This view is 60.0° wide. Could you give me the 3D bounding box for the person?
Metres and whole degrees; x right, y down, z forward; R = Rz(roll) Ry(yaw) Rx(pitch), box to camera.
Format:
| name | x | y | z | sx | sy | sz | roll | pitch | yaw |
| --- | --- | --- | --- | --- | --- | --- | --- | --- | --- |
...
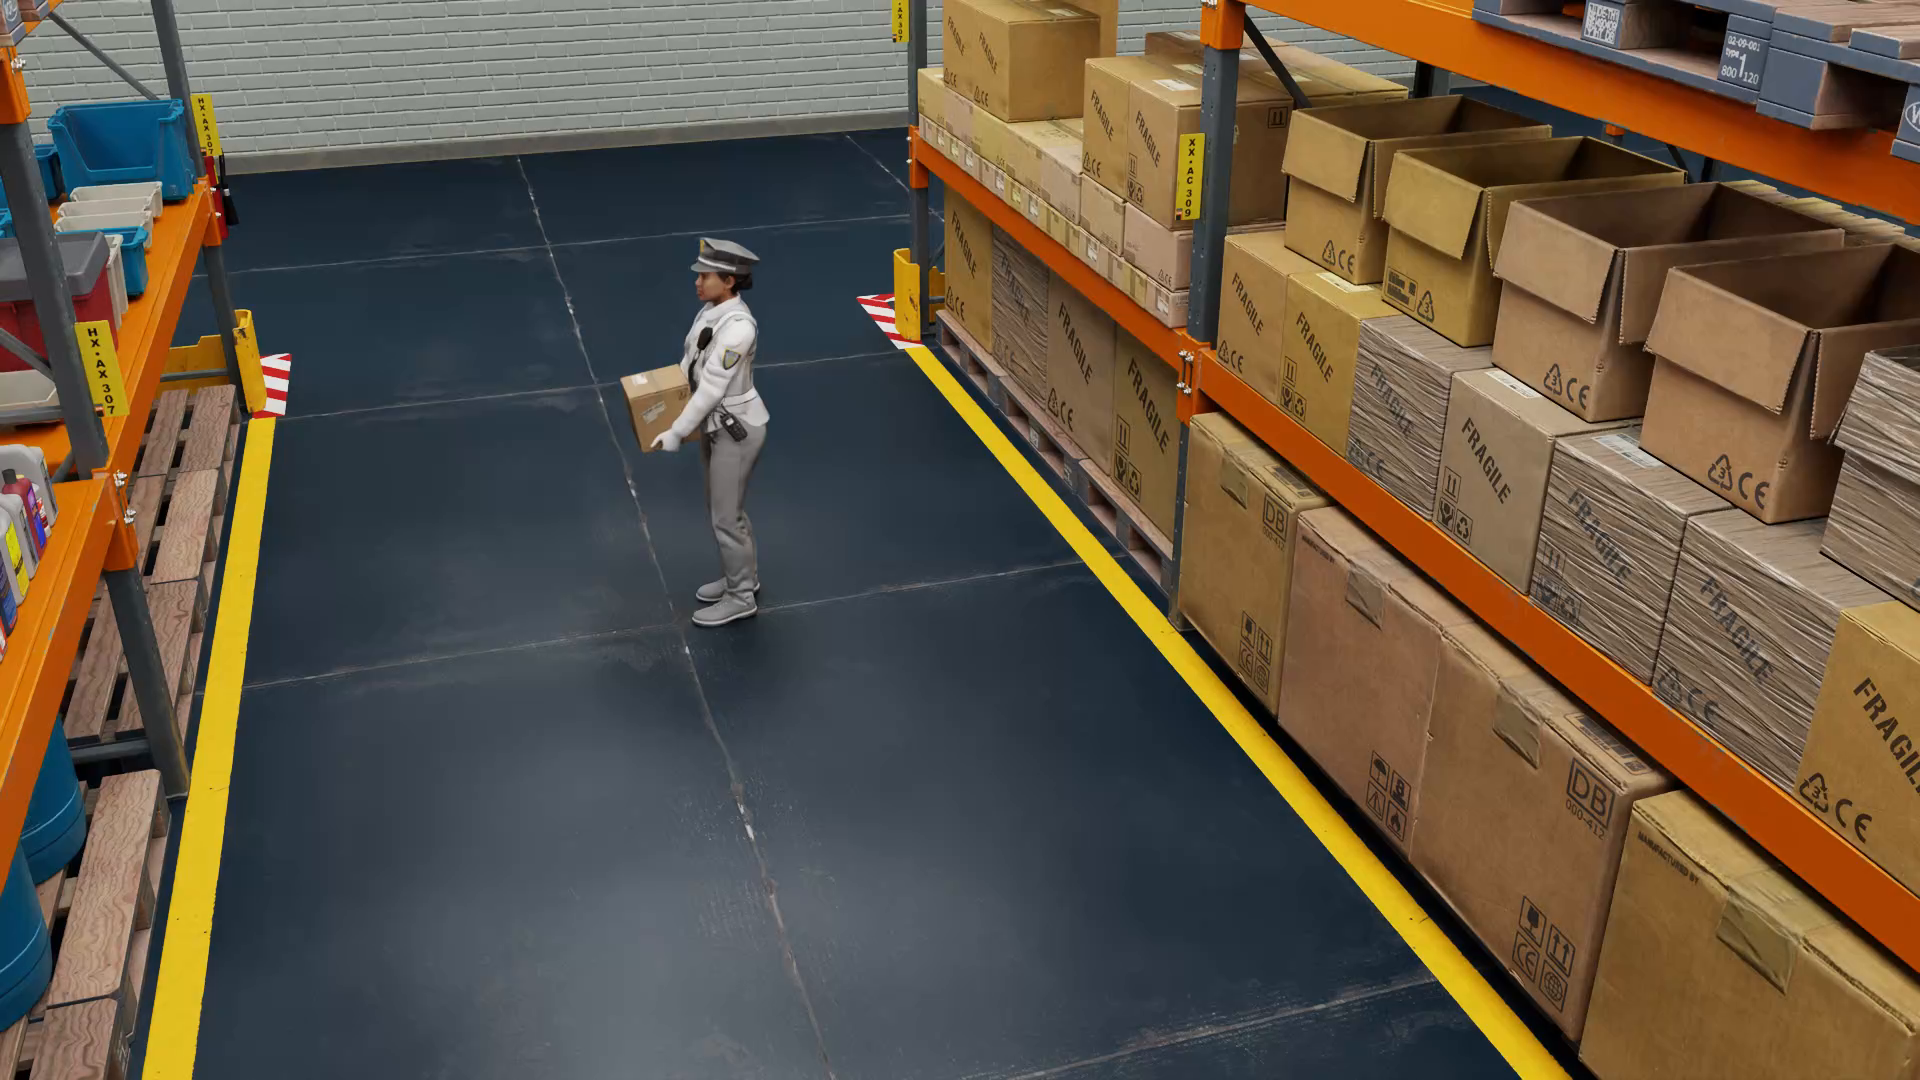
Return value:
| name | x | y | z | sx | sy | sz | roll | pitch | yaw |
| --- | --- | --- | --- | --- | --- | --- | --- | --- | --- |
| person | -1.062 | -0.447 | 6.990 | 0.514 | 1.691 | 0.434 | -9 | 28 | -17 |
